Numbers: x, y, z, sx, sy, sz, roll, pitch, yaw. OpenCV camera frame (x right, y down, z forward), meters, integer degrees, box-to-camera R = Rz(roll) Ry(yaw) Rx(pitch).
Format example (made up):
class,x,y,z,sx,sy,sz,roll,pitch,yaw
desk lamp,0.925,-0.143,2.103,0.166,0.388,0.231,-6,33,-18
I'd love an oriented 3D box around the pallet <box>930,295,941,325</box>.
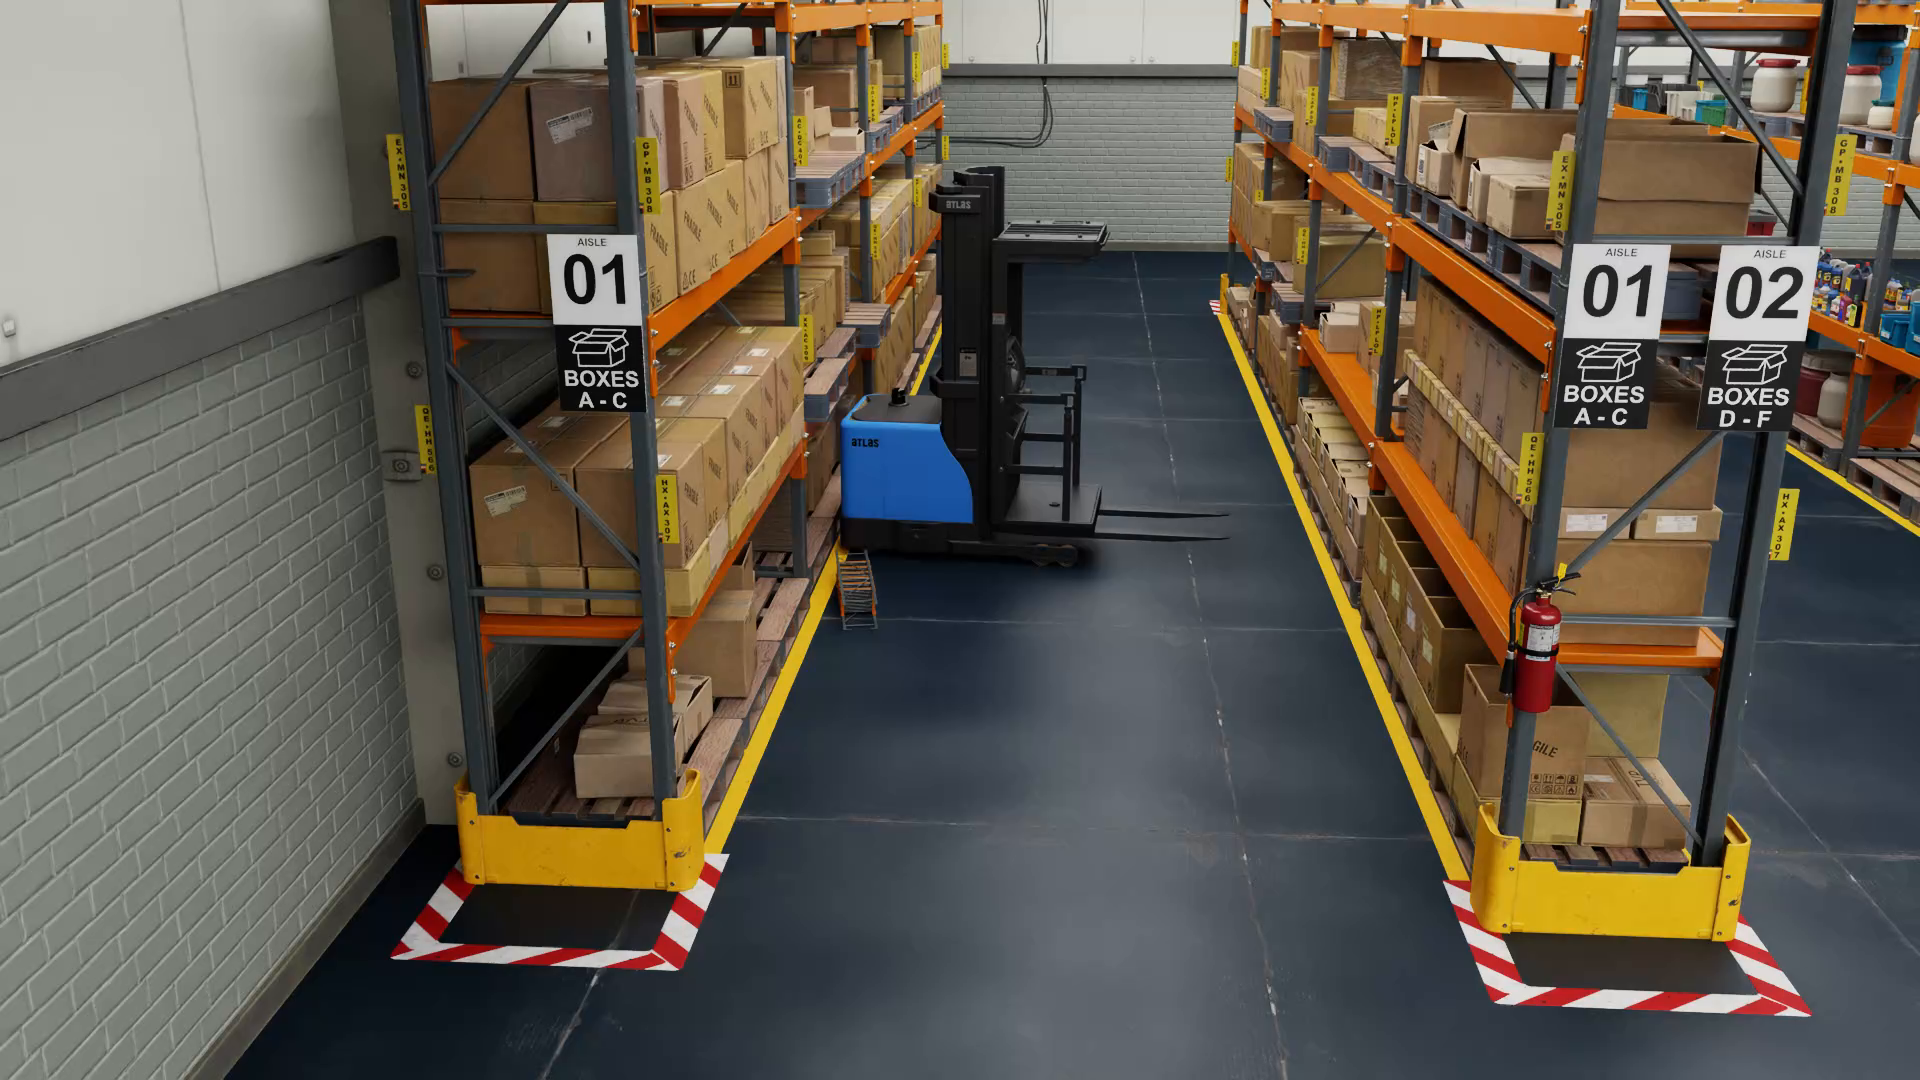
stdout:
class,x,y,z,sx,sy,sz,roll,pitch,yaw
pallet,-0.722,-3.136,22.654,1.003,0.211,1.213,1,18,4

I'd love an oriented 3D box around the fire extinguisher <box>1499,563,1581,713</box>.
class,x,y,z,sx,sy,sz,roll,pitch,yaw
fire extinguisher,2.580,0.431,7.415,0.296,0.674,0.183,1,18,4

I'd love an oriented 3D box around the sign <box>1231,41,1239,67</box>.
class,x,y,z,sx,sy,sz,roll,pitch,yaw
sign,3.657,-6.454,22.083,0.100,0.325,0.005,1,18,4

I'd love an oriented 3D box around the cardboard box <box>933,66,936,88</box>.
class,x,y,z,sx,sy,sz,roll,pitch,yaw
cardboard box,-0.566,-5.917,21.253,0.500,0.250,0.500,1,18,2

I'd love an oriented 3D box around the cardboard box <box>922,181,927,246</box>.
class,x,y,z,sx,sy,sz,roll,pitch,yaw
cardboard box,-0.916,-4.006,20.350,0.980,0.700,0.700,1,18,3

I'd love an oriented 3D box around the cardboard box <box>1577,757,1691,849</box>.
class,x,y,z,sx,sy,sz,roll,pitch,yaw
cardboard box,3.312,1.313,8.340,0.500,0.250,0.500,1,18,4

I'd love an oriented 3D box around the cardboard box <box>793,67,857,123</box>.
class,x,y,z,sx,sy,sz,roll,pitch,yaw
cardboard box,-1.353,-4.226,15.819,0.700,0.500,0.500,0,18,1

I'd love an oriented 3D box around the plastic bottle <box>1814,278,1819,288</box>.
class,x,y,z,sx,sy,sz,roll,pitch,yaw
plastic bottle,8.408,-2.494,16.405,0.061,0.283,0.133,1,18,4

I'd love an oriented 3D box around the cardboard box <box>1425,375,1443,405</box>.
class,x,y,z,sx,sy,sz,roll,pitch,yaw
cardboard box,3.074,-0.912,10.186,0.380,0.149,0.250,1,18,3

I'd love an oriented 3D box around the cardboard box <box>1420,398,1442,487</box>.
class,x,y,z,sx,sy,sz,roll,pitch,yaw
cardboard box,3.282,-0.620,10.338,0.700,0.500,0.500,1,18,3

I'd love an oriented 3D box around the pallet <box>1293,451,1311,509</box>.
class,x,y,z,sx,sy,sz,roll,pitch,yaw
pallet,3.527,-0.537,14.723,1.003,0.211,1.213,1,18,4

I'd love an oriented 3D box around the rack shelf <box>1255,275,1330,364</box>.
class,x,y,z,sx,sy,sz,roll,pitch,yaw
rack shelf,3.769,-2.396,17.074,1.077,0.370,4.000,1,18,4

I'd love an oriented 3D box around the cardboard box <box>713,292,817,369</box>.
class,x,y,z,sx,sy,sz,roll,pitch,yaw
cardboard box,-1.485,-1.571,12.534,0.700,0.500,0.500,3,18,10

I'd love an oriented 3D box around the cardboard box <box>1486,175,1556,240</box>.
class,x,y,z,sx,sy,sz,roll,pitch,yaw
cardboard box,2.871,-1.616,8.062,0.500,0.250,0.500,1,18,4

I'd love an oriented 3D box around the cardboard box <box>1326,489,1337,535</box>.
class,x,y,z,sx,sy,sz,roll,pitch,yaw
cardboard box,3.153,-0.219,13.015,0.500,0.250,0.500,2,18,5

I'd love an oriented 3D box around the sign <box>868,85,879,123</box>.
class,x,y,z,sx,sy,sz,roll,pitch,yaw
sign,-0.775,-3.885,14.814,0.100,0.325,0.005,1,18,4

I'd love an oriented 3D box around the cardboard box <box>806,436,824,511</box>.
class,x,y,z,sx,sy,sz,roll,pitch,yaw
cardboard box,-1.503,-0.553,13.603,0.700,0.500,0.500,1,18,5

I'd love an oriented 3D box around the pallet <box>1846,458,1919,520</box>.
class,x,y,z,sx,sy,sz,roll,pitch,yaw
pallet,8.471,-0.440,14.428,1.003,0.211,1.213,1,18,4

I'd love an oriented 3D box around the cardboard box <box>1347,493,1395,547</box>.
class,x,y,z,sx,sy,sz,roll,pitch,yaw
cardboard box,3.081,-0.166,11.954,0.500,0.311,0.500,1,18,4

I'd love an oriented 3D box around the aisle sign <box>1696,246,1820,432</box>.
class,x,y,z,sx,sy,sz,roll,pitch,yaw
aisle sign,3.352,-0.840,6.996,0.394,0.787,0.004,1,18,4

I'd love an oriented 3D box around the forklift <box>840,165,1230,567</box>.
class,x,y,z,sx,sy,sz,roll,pitch,yaw
forklift,0.618,-1.365,12.881,3.031,2.935,1.130,3,18,8

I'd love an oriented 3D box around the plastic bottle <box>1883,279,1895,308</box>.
class,x,y,z,sx,sy,sz,roll,pitch,yaw
plastic bottle,9.021,-2.394,16.118,0.097,0.271,0.097,0,18,0

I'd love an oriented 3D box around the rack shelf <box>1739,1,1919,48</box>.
class,x,y,z,sx,sy,sz,roll,pitch,yaw
rack shelf,8.709,-4.945,15.861,1.077,0.370,4.000,1,18,4

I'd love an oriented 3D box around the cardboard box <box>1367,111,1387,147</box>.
class,x,y,z,sx,sy,sz,roll,pitch,yaw
cardboard box,3.629,-3.365,13.625,0.500,0.250,0.500,2,18,5

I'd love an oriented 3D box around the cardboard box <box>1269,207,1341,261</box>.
class,x,y,z,sx,sy,sz,roll,pitch,yaw
cardboard box,3.669,-3.249,17.687,0.700,0.500,0.500,4,19,13

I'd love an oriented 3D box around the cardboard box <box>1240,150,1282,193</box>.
class,x,y,z,sx,sy,sz,roll,pitch,yaw
cardboard box,3.833,-4.675,21.105,0.500,0.500,0.500,2,18,5

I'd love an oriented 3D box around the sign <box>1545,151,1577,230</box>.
class,x,y,z,sx,sy,sz,roll,pitch,yaw
sign,2.511,-1.457,6.941,0.100,0.325,0.005,1,18,4

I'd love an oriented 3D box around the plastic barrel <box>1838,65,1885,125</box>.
class,x,y,z,sx,sy,sz,roll,pitch,yaw
plastic barrel,8.542,-4.249,15.863,0.433,0.535,0.433,0,18,0

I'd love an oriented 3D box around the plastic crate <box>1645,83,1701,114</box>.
class,x,y,z,sx,sy,sz,roll,pitch,yaw
plastic crate,8.755,-5.417,20.422,0.504,0.338,0.767,1,18,4

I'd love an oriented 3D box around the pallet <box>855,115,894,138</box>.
class,x,y,z,sx,sy,sz,roll,pitch,yaw
pallet,-1.246,-4.111,16.637,1.003,0.211,1.213,2,18,6

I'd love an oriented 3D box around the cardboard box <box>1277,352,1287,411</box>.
class,x,y,z,sx,sy,sz,roll,pitch,yaw
cardboard box,3.495,-1.595,16.780,0.500,0.500,0.500,1,18,2

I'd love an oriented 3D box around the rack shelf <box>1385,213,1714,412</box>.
class,x,y,z,sx,sy,sz,roll,pitch,yaw
rack shelf,3.195,-1.337,9.024,1.077,0.370,4.000,1,18,4

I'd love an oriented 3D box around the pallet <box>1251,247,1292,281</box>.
class,x,y,z,sx,sy,sz,roll,pitch,yaw
pallet,3.746,-3.022,18.138,1.003,0.211,1.213,1,18,4

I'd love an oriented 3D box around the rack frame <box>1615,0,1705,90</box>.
class,x,y,z,sx,sy,sz,roll,pitch,yaw
rack frame,9.139,-7.341,21.374,1.000,3.000,0.127,1,18,4

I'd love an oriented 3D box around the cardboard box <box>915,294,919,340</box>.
class,x,y,z,sx,sy,sz,roll,pitch,yaw
cardboard box,-0.873,-2.710,20.217,0.700,0.500,0.500,2,18,5

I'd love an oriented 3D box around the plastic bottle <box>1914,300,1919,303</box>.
class,x,y,z,sx,sy,sz,roll,pitch,yaw
plastic bottle,8.767,-2.077,15.143,0.152,0.276,0.135,1,18,4

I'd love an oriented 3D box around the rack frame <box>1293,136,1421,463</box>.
class,x,y,z,sx,sy,sz,roll,pitch,yaw
rack frame,3.625,-2.117,15.067,1.000,3.000,0.127,1,18,4

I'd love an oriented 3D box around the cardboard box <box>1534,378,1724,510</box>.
class,x,y,z,sx,sy,sz,roll,pitch,yaw
cardboard box,3.102,-0.458,7.758,0.700,0.500,0.500,1,18,4

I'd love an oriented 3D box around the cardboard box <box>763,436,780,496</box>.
class,x,y,z,sx,sy,sz,roll,pitch,yaw
cardboard box,-1.399,-0.457,10.210,0.500,0.250,0.500,1,18,4

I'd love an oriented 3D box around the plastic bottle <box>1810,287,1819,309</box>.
class,x,y,z,sx,sy,sz,roll,pitch,yaw
plastic bottle,8.254,-2.335,16.049,0.097,0.201,0.097,0,18,0

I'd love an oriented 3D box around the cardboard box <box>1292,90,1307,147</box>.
class,x,y,z,sx,sy,sz,roll,pitch,yaw
cardboard box,3.697,-4.046,15.976,0.910,0.500,0.500,1,18,4

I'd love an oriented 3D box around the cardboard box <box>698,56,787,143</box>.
class,x,y,z,sx,sy,sz,roll,pitch,yaw
cardboard box,-1.368,-2.780,10.474,0.500,0.500,0.500,0,18,-1

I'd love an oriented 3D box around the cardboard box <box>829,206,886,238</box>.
class,x,y,z,sx,sy,sz,roll,pitch,yaw
cardboard box,-0.989,-3.083,16.141,0.500,0.250,0.500,1,18,3

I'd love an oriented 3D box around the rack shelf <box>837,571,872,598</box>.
class,x,y,z,sx,sy,sz,roll,pitch,yaw
rack shelf,-0.765,0.326,12.116,0.258,0.180,0.103,-2,18,-6

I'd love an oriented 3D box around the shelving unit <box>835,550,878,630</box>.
class,x,y,z,sx,sy,sz,roll,pitch,yaw
shelving unit,-0.756,0.349,12.044,0.258,0.189,1.200,-2,18,-6

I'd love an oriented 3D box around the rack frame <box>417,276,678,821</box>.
class,x,y,z,sx,sy,sz,roll,pitch,yaw
rack frame,-1.890,0.258,7.818,1.000,3.000,0.127,1,18,4

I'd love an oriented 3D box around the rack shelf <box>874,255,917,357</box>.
class,x,y,z,sx,sy,sz,roll,pitch,yaw
rack shelf,-1.173,-2.506,17.408,1.077,0.370,4.000,1,18,4

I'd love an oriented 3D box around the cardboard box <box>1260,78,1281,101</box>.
class,x,y,z,sx,sy,sz,roll,pitch,yaw
cardboard box,3.676,-5.108,18.816,0.500,0.250,0.500,1,18,4

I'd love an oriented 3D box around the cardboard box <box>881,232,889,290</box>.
class,x,y,z,sx,sy,sz,roll,pitch,yaw
cardboard box,-0.979,-2.732,16.274,0.500,0.500,0.500,2,18,6

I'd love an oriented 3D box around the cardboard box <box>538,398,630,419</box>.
class,x,y,z,sx,sy,sz,roll,pitch,yaw
cardboard box,-1.989,-0.504,9.149,0.500,0.500,0.500,1,18,2

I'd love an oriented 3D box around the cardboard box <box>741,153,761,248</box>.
class,x,y,z,sx,sy,sz,roll,pitch,yaw
cardboard box,-1.443,-1.974,9.622,0.500,0.500,0.500,1,18,2

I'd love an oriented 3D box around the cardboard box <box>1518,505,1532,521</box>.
class,x,y,z,sx,sy,sz,roll,pitch,yaw
cardboard box,2.906,-0.192,7.991,0.380,0.149,0.250,2,18,5

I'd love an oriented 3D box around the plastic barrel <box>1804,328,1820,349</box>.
class,x,y,z,sx,sy,sz,roll,pitch,yaw
plastic barrel,8.745,-2.061,17.593,0.600,0.901,0.708,1,18,4

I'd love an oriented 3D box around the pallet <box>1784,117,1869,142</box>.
class,x,y,z,sx,sy,sz,roll,pitch,yaw
pallet,8.815,-3.985,16.254,1.003,0.211,1.213,1,18,4

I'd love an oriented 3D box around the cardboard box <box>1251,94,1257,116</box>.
class,x,y,z,sx,sy,sz,roll,pitch,yaw
cardboard box,3.755,-5.181,19.841,0.500,0.250,0.500,1,18,4

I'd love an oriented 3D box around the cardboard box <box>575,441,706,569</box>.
class,x,y,z,sx,sy,sz,roll,pitch,yaw
cardboard box,-1.556,-0.178,8.153,0.500,0.500,0.500,1,18,4

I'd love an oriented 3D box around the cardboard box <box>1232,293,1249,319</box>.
class,x,y,z,sx,sy,sz,roll,pitch,yaw
cardboard box,3.805,-3.031,21.565,0.500,0.250,0.500,1,18,4
